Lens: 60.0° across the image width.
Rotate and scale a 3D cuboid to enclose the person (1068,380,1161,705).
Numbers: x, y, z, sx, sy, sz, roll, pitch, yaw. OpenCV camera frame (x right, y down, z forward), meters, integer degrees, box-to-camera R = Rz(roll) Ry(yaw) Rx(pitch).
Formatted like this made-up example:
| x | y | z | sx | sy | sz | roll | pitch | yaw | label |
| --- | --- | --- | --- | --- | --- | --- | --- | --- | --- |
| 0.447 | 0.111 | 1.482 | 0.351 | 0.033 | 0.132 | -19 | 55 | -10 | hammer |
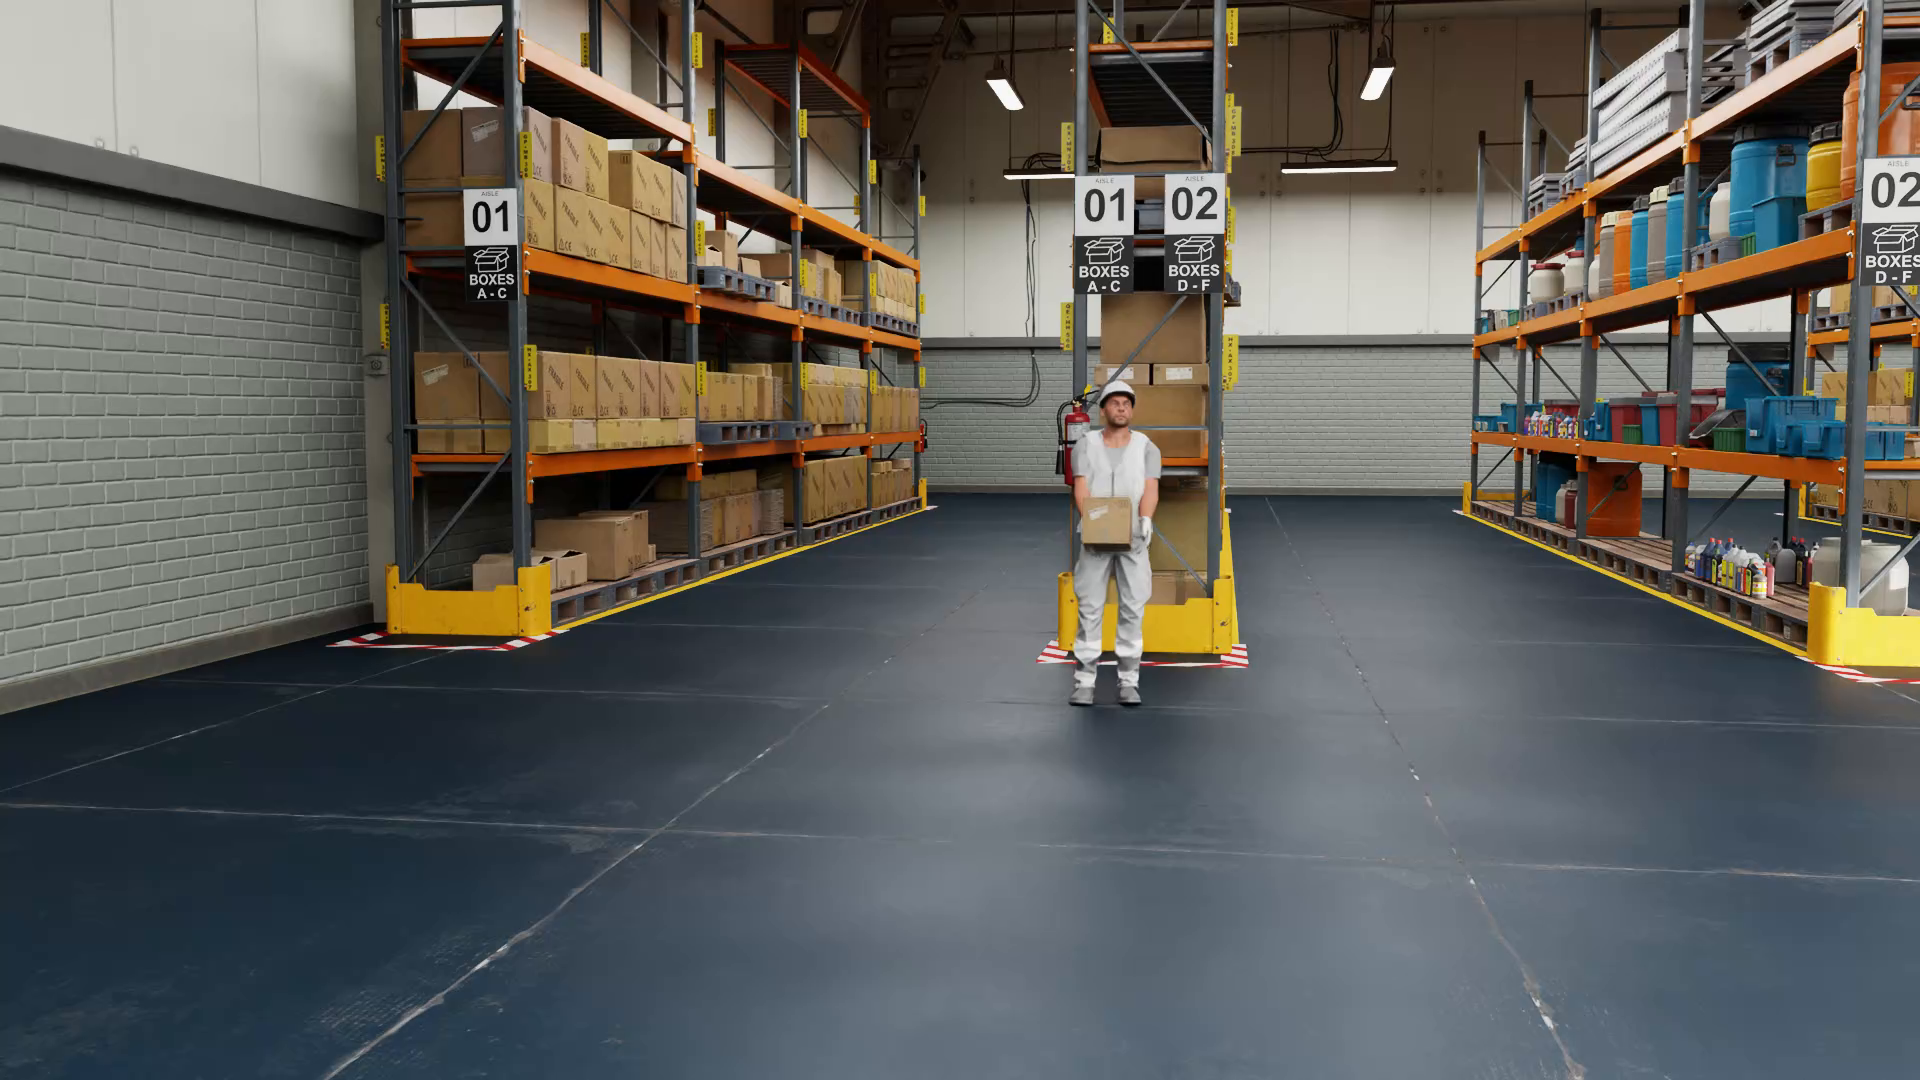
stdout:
| x | y | z | sx | sy | sz | roll | pitch | yaw | label |
| --- | --- | --- | --- | --- | --- | --- | --- | --- | --- |
| 0.853 | 0.018 | 9.160 | 0.506 | 1.793 | 0.552 | 0 | 4 | 2 | person |
